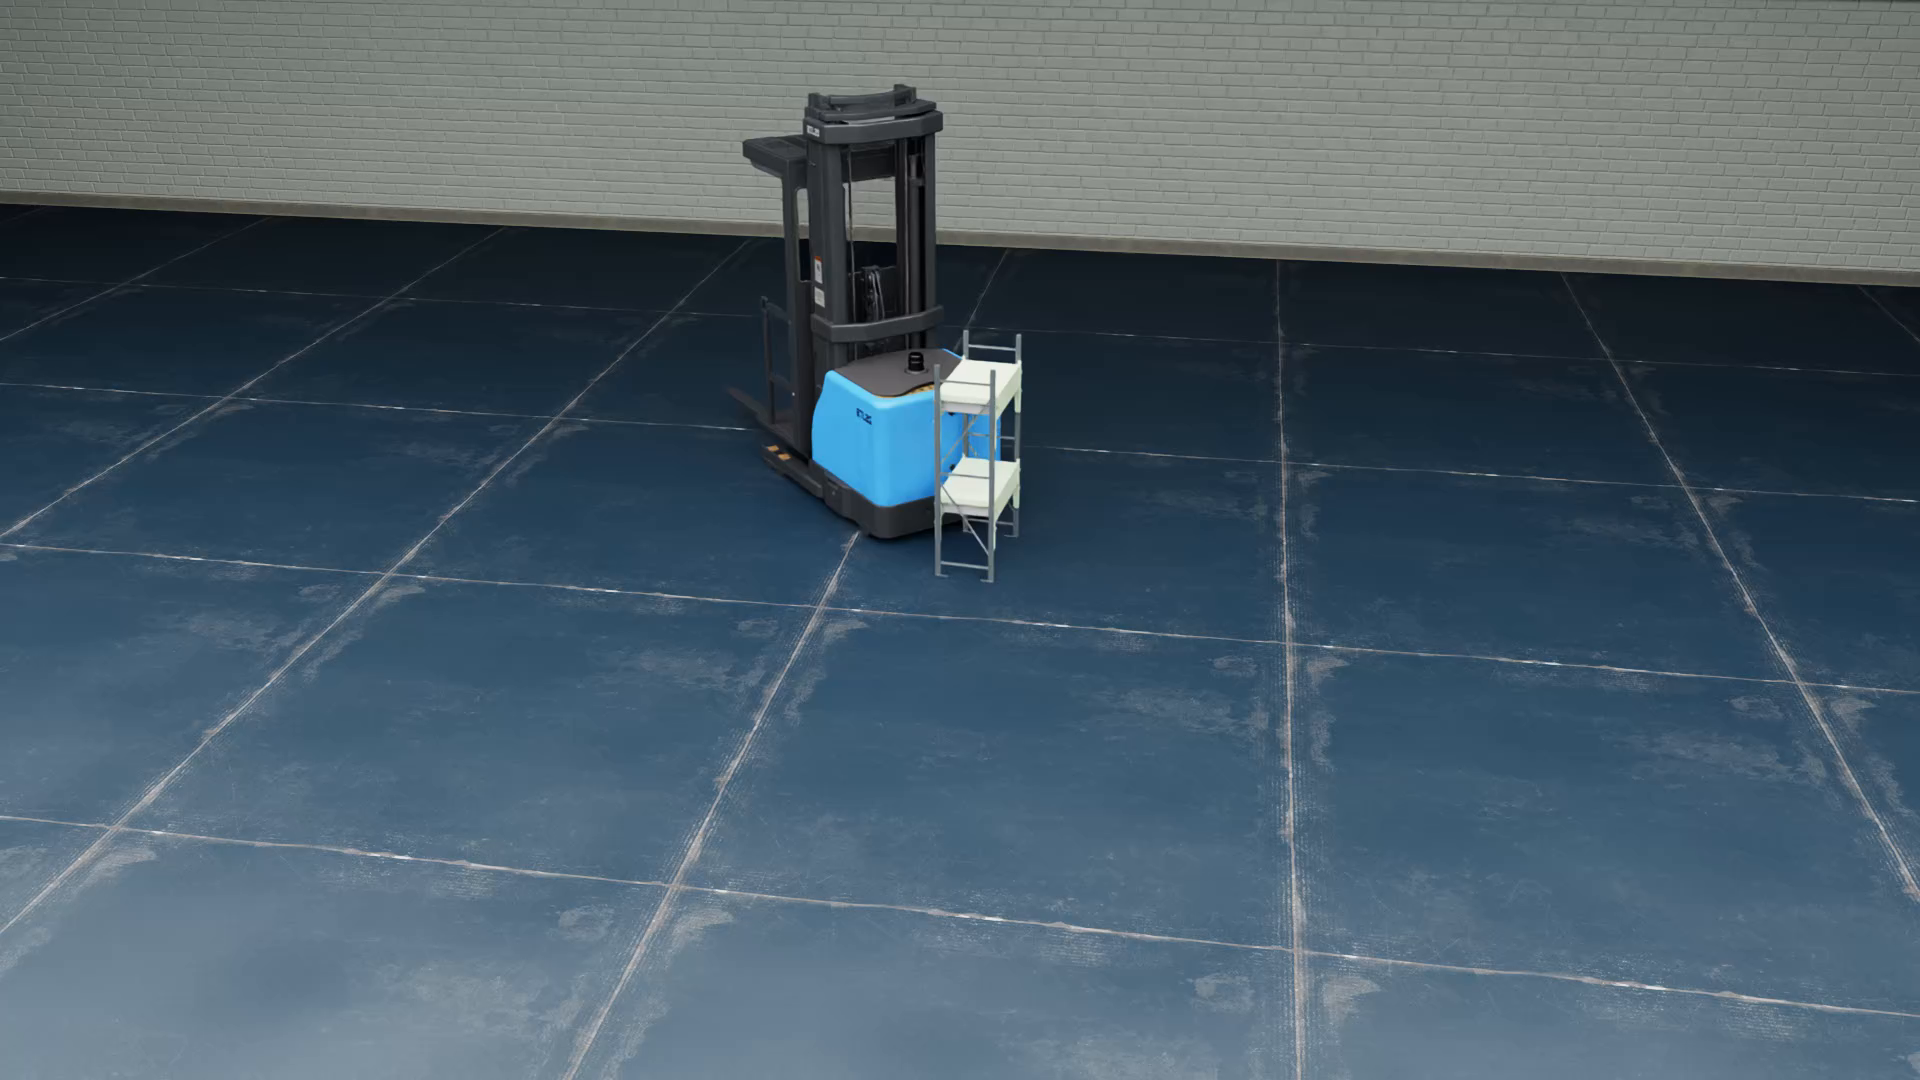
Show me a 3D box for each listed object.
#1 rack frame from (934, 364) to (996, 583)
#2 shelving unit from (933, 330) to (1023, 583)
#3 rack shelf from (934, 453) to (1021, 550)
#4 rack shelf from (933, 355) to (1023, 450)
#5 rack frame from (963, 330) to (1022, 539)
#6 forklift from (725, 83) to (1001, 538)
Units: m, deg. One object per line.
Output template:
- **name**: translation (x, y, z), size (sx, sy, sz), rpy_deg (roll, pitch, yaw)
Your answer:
- **rack frame**: translation (0.031, -0.415, 10.868), size (0.400, 1.500, 0.023), rpy_deg (6, 26, 13)
- **shelving unit**: translation (0.124, -0.565, 11.189), size (0.431, 1.500, 0.755), rpy_deg (6, 26, 13)
- **rack shelf**: translation (0.124, -0.270, 11.327), size (0.431, 0.370, 0.720), rpy_deg (6, 26, 13)
- **rack shelf**: translation (0.124, -0.919, 11.023), size (0.431, 0.370, 0.720), rpy_deg (6, 26, 13)
- **rack frame**: translation (0.218, -0.715, 11.509), size (0.400, 1.500, 0.023), rpy_deg (6, 26, 13)
- **forklift**: translation (-0.891, -1.919, 12.393), size (1.130, 2.935, 3.031), rpy_deg (-15, 29, -28)
